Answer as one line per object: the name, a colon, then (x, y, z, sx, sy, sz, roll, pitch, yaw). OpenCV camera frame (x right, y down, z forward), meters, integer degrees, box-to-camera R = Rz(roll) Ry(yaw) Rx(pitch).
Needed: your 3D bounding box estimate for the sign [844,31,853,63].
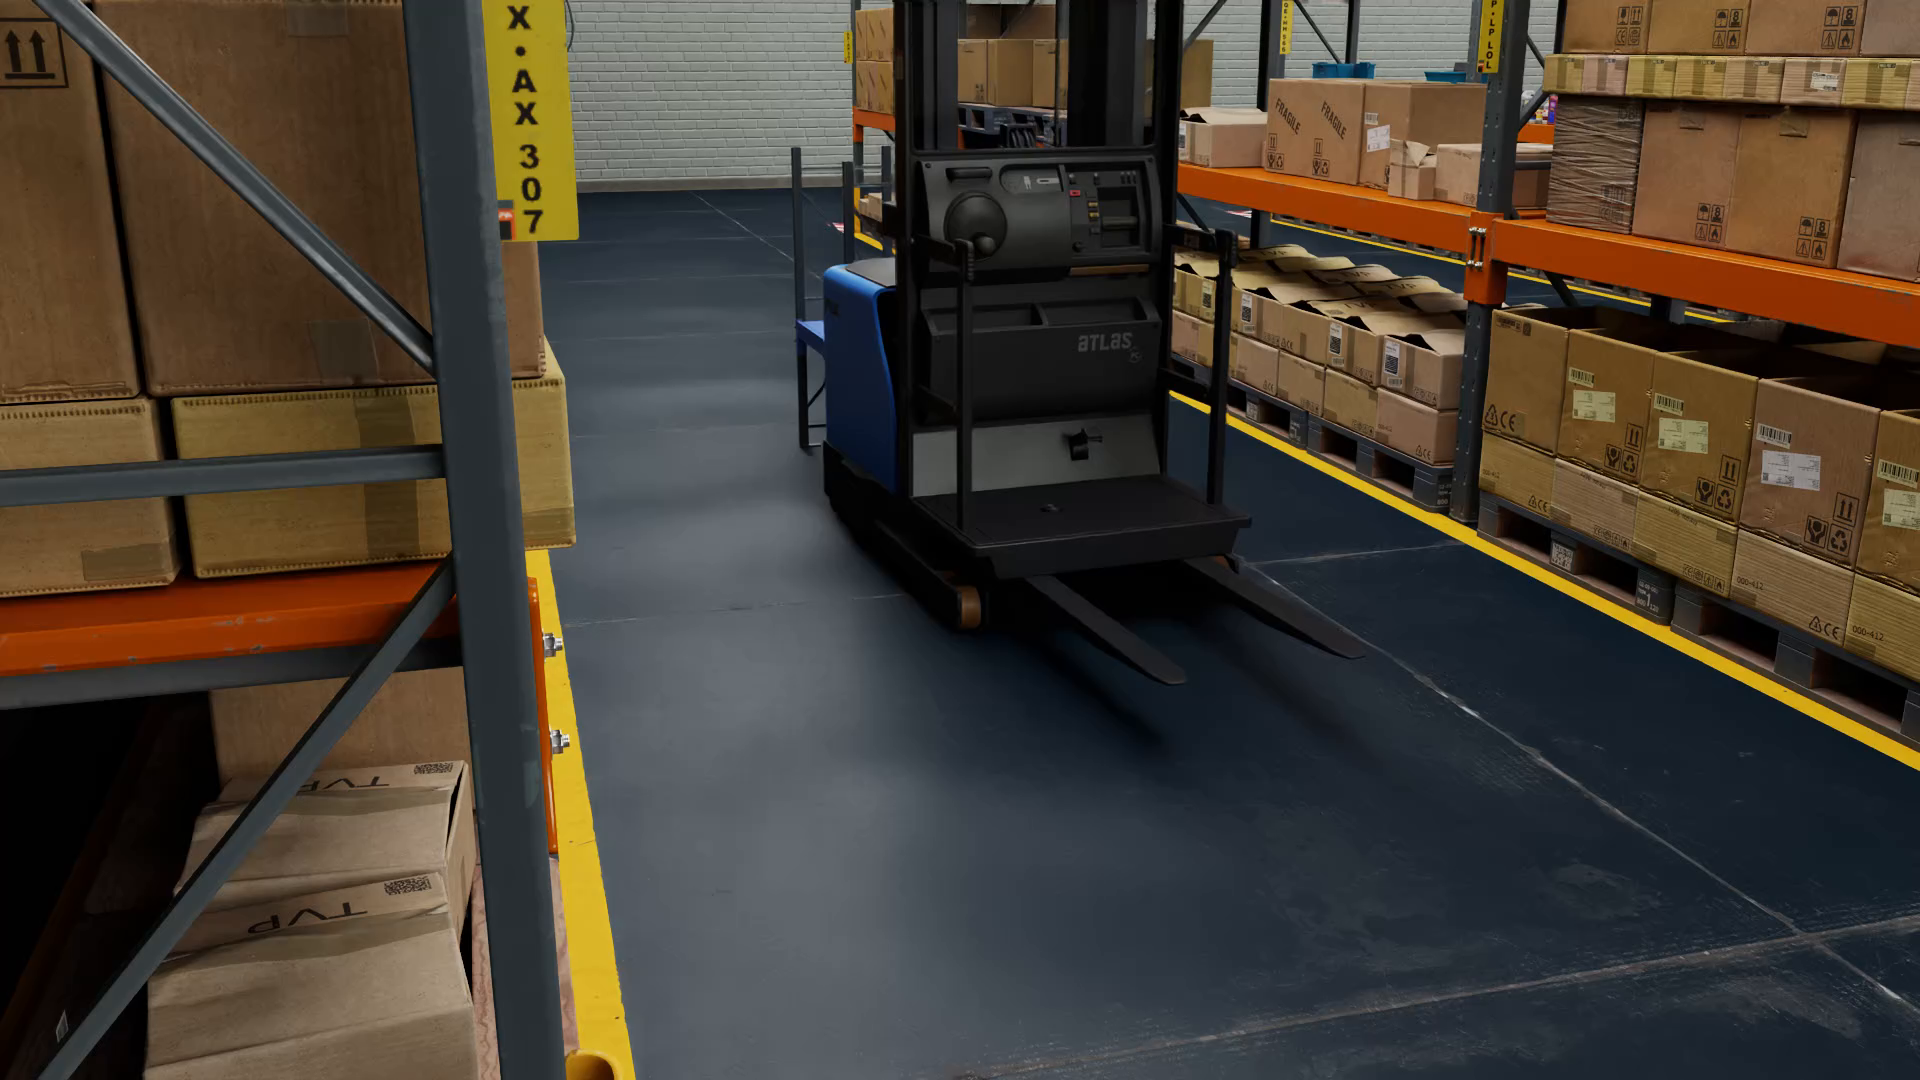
sign: (-1.186, -5.247, 17.701, 0.100, 0.325, 0.005, -5, 17, -15)

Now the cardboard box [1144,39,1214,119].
cardboard box: (1.253, -3.077, 11.078, 0.700, 0.500, 0.500, -12, 20, -34)

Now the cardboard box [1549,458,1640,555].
cardboard box: (2.602, -0.149, 6.285, 0.500, 0.250, 0.500, -5, 17, -15)

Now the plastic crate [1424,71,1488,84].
plastic crate: (4.743, -4.283, 15.920, 0.392, 0.384, 0.575, -5, 17, -15)

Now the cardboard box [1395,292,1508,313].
cardboard box: (2.484, -1.125, 8.558, 0.500, 0.311, 0.500, -5, 18, -17)

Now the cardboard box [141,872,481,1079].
cardboard box: (-1.132, 0.821, 2.912, 0.500, 0.311, 0.500, -7, 18, -22)

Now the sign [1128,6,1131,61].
sign: (1.015, -3.134, 10.295, 0.100, 0.325, 0.005, -5, 17, -15)

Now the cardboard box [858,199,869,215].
cardboard box: (-0.879, -3.578, 17.840, 0.380, 0.149, 0.250, -5, 17, -15)

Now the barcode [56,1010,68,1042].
barcode: (-1.522, 0.844, 2.822, 0.001, 0.075, 0.075, -5, 17, -15)

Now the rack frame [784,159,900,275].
rack frame: (-0.518, -0.947, 7.496, 0.500, 1.500, 0.032, -2, 17, -7)

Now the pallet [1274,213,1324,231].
pallet: (4.289, -3.699, 18.901, 1.003, 0.211, 1.213, -5, 17, -15)

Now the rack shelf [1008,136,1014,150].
rack shelf: (0.985, -2.871, 12.547, 1.077, 0.370, 4.000, -5, 17, -15)

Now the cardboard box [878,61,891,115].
cardboard box: (-0.514, -4.498, 16.540, 0.500, 0.500, 0.500, -5, 17, -15)

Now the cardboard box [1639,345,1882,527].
cardboard box: (2.735, -0.370, 5.716, 0.500, 0.500, 0.500, -5, 17, -15)

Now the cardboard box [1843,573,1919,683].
cardboard box: (3.014, 0.265, 4.904, 0.500, 0.250, 0.500, -5, 17, -15)

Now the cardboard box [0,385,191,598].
cardboard box: (-1.344, -0.109, 2.326, 0.500, 0.250, 0.500, -4, 17, -14)

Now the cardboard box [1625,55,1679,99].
cardboard box: (2.663, -1.684, 6.044, 0.380, 0.149, 0.250, -5, 17, -17)

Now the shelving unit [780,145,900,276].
shelving unit: (-0.579, -1.092, 7.979, 0.538, 1.500, 1.048, -2, 17, -7)

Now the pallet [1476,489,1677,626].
pallet: (2.812, 0.003, 6.577, 1.003, 0.211, 1.213, -5, 17, -15)

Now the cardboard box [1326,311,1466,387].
cardboard box: (2.098, -0.942, 7.948, 0.500, 0.311, 0.500, -4, 17, -14)

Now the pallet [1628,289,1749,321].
pallet: (6.041, -1.932, 13.019, 1.003, 0.211, 1.213, -5, 17, -15)

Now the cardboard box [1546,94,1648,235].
cardboard box: (2.762, -1.482, 6.497, 0.700, 0.500, 0.500, -5, 17, -17)

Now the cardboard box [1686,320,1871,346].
cardboard box: (3.098, -0.549, 6.313, 0.500, 0.500, 0.500, -5, 17, -15)

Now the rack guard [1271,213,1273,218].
rack guard: (4.081, -4.075, 19.647, 1.175, 0.500, 0.348, -5, 17, -15)

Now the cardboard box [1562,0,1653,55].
cardboard box: (2.762, -2.103, 6.311, 0.700, 0.500, 0.500, -5, 17, -15)

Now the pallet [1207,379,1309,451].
pallet: (2.055, -0.760, 9.114, 1.003, 0.211, 1.213, -5, 17, -15)

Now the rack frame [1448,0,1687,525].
rack frame: (2.634, -1.556, 6.919, 1.000, 3.000, 0.127, -5, 17, -15)

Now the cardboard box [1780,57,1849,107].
cardboard box: (2.880, -1.469, 5.327, 0.380, 0.149, 0.250, -5, 17, -17)

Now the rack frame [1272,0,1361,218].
rack frame: (4.100, -5.266, 19.269, 1.000, 3.000, 0.127, -5, 17, -15)

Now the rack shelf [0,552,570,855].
rack shelf: (-1.578, -0.266, 3.873, 1.077, 0.370, 4.000, -5, 17, -15)

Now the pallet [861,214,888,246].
pallet: (-0.423, -3.298, 17.566, 1.003, 0.211, 1.213, -5, 17, -15)

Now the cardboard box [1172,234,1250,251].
cardboard box: (1.684, -1.825, 11.393, 0.500, 0.500, 0.500, -4, 17, -13)

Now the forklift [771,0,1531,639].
forklift: (0.616, -1.260, 6.052, 3.031, 2.935, 1.130, 16, 23, 42)

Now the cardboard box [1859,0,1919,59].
cardboard box: (3.176, -1.687, 4.924, 0.700, 0.500, 0.500, -5, 17, -15)

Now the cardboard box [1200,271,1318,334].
cardboard box: (1.687, -1.361, 9.345, 0.500, 0.311, 0.500, -5, 17, -17)

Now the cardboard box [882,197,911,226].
cardboard box: (-0.512, -3.320, 16.805, 0.500, 0.250, 0.500, -5, 17, -15)

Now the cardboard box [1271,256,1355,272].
cardboard box: (2.064, -1.547, 9.962, 0.500, 0.311, 0.500, -5, 17, -16)

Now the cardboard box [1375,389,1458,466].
cardboard box: (2.241, -0.532, 7.559, 0.500, 0.250, 0.500, -5, 17, -16)

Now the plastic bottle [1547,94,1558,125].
plastic bottle: (5.134, -3.723, 14.335, 0.061, 0.283, 0.133, -5, 17, -15)

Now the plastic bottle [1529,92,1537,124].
plastic bottle: (5.066, -3.804, 14.627, 0.097, 0.271, 0.097, 0, 17, 0)

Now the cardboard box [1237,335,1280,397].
cardboard box: (1.824, -0.955, 8.966, 0.500, 0.250, 0.500, -4, 17, -14)

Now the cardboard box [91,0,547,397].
cardboard box: (-0.871, -0.510, 2.358, 0.500, 0.500, 0.500, -5, 17, -15)

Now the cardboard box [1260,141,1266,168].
cardboard box: (1.939, -2.194, 9.479, 0.380, 0.149, 0.250, -3, 17, -11)

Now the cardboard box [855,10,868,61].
cardboard box: (-0.796, -5.259, 17.333, 0.500, 0.500, 0.500, -4, 17, -14)

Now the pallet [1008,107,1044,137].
pallet: (0.996, -3.108, 12.419, 1.003, 0.211, 1.213, -5, 17, -15)

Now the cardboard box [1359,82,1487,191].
cardboard box: (2.294, -1.964, 8.101, 0.500, 0.500, 0.500, -3, 17, -11)

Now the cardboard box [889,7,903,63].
cardboard box: (-0.371, -4.835, 15.924, 0.500, 0.500, 0.500, -5, 17, -16)

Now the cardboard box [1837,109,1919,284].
cardboard box: (3.189, -1.056, 5.079, 0.700, 0.500, 0.500, -4, 17, -14)
